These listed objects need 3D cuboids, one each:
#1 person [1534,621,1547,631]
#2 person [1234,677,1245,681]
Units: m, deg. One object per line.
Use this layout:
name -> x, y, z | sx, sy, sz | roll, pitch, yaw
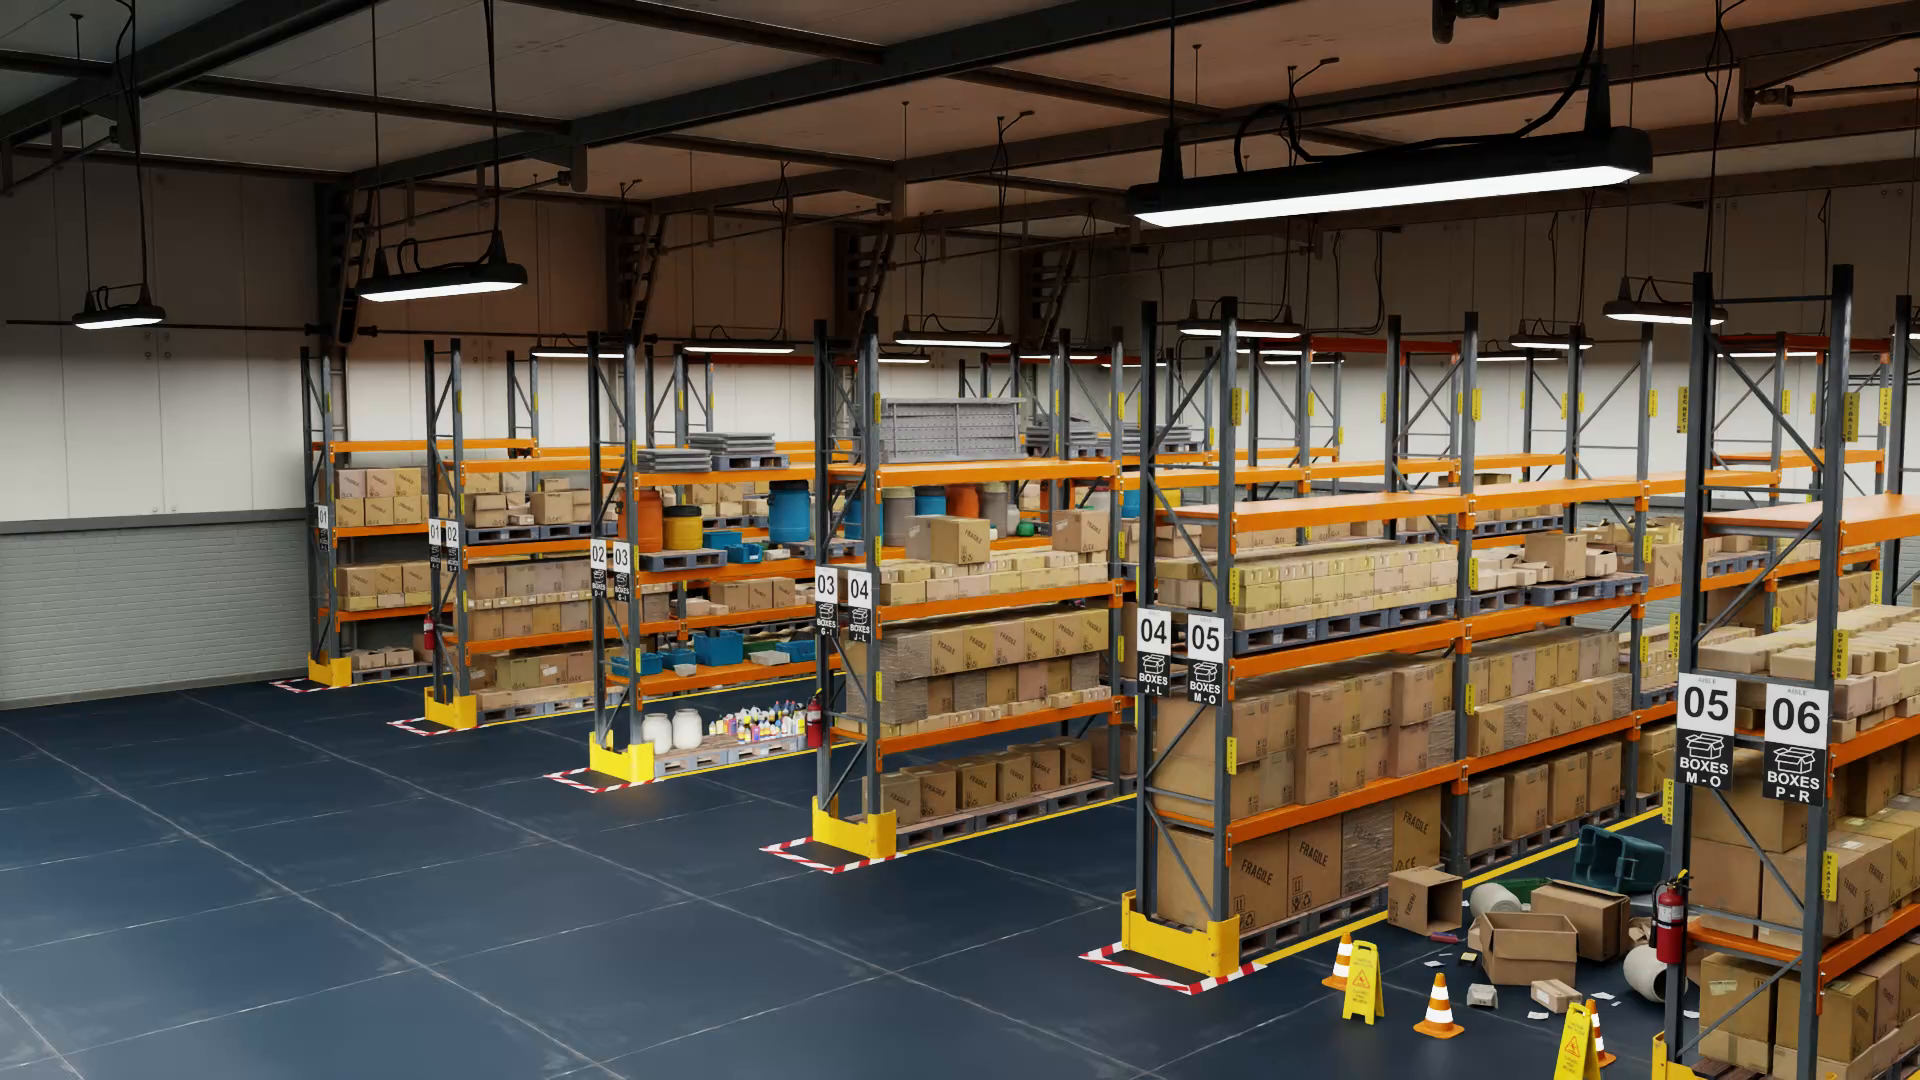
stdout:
person -> 8.792, 2.086, 25.293 | 0.541, 1.723, 0.586 | -3, 6, -32
person -> 3.412, 2.521, 20.736 | 0.592, 1.698, 0.539 | -3, 6, -27
